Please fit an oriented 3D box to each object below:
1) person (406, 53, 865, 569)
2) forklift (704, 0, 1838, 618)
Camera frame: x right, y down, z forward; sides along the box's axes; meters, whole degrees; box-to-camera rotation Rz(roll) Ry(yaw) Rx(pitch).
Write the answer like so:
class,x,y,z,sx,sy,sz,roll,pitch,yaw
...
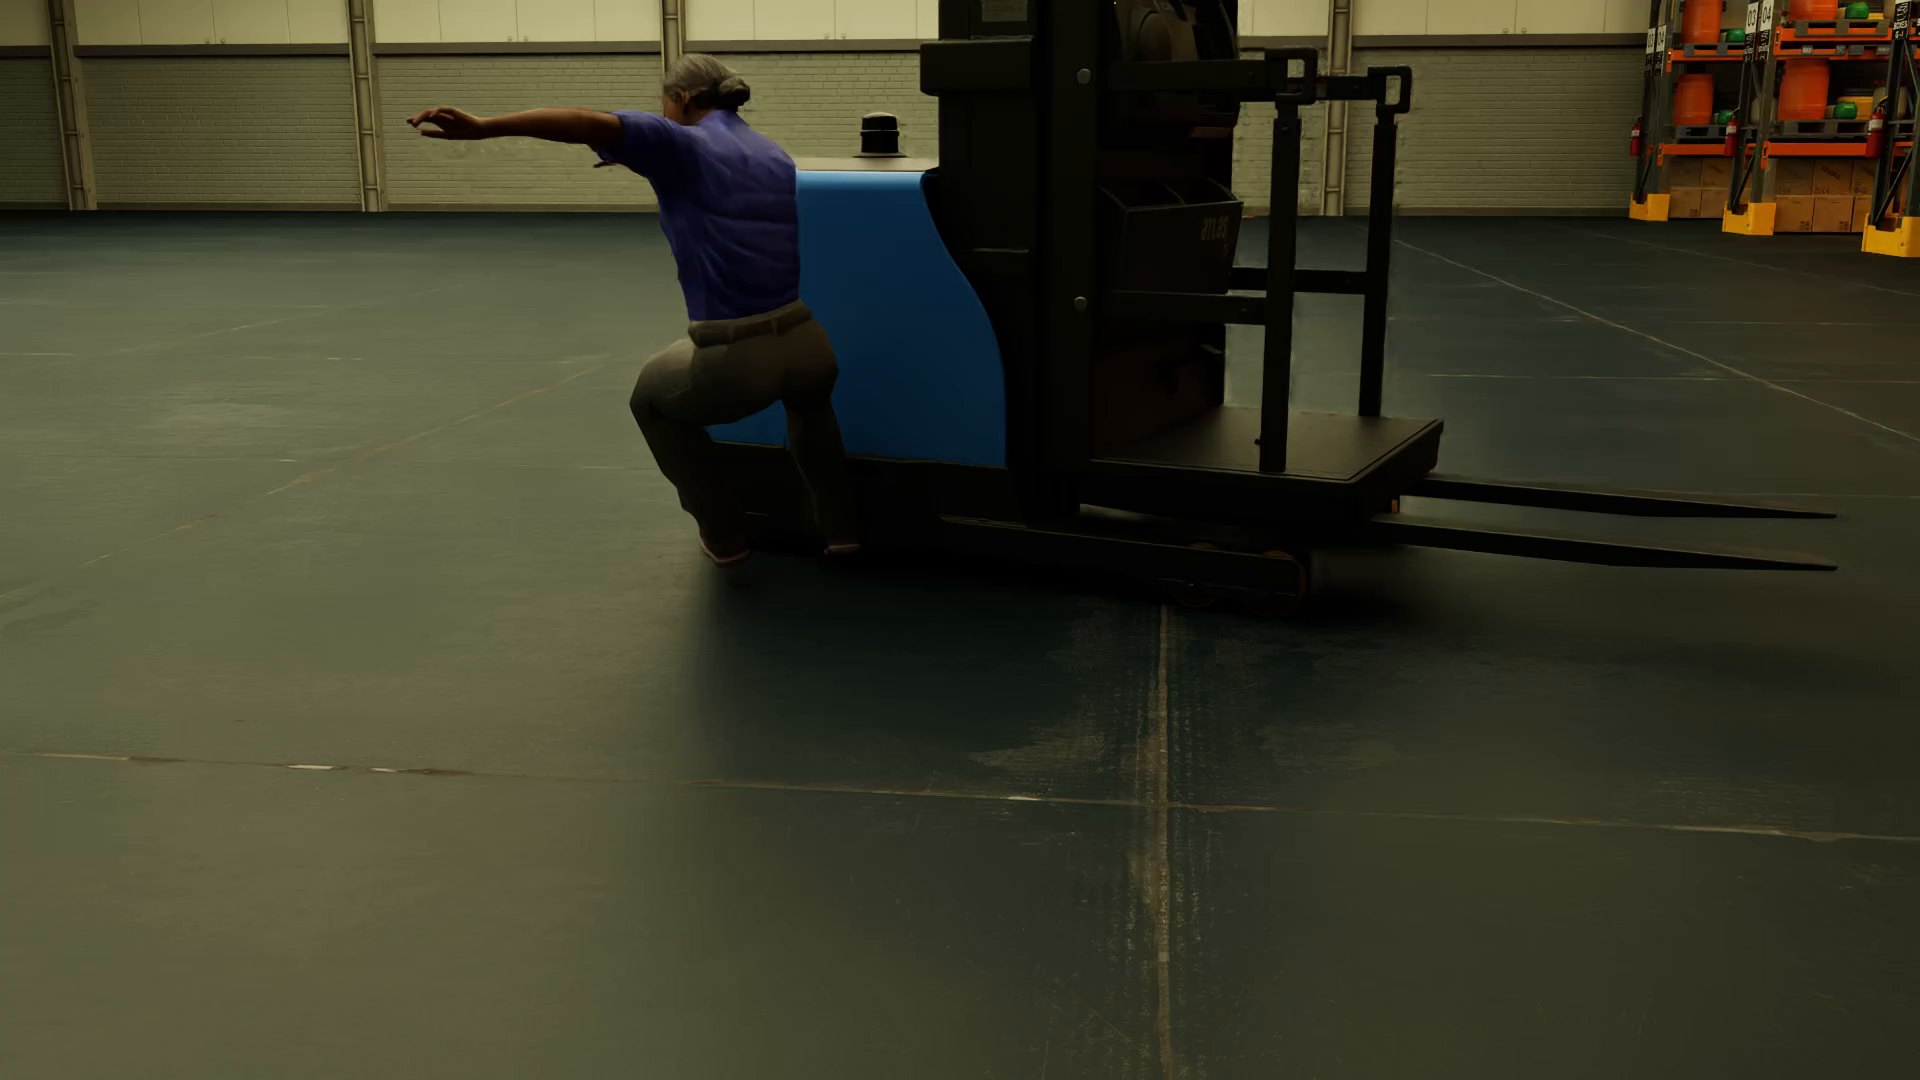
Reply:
class,x,y,z,sx,sy,sz,roll,pitch,yaw
person,-0.702,-0.487,4.047,1.410,1.353,0.678,-12,17,-41
forklift,0.756,-1.372,4.378,3.031,2.935,1.130,7,15,26
